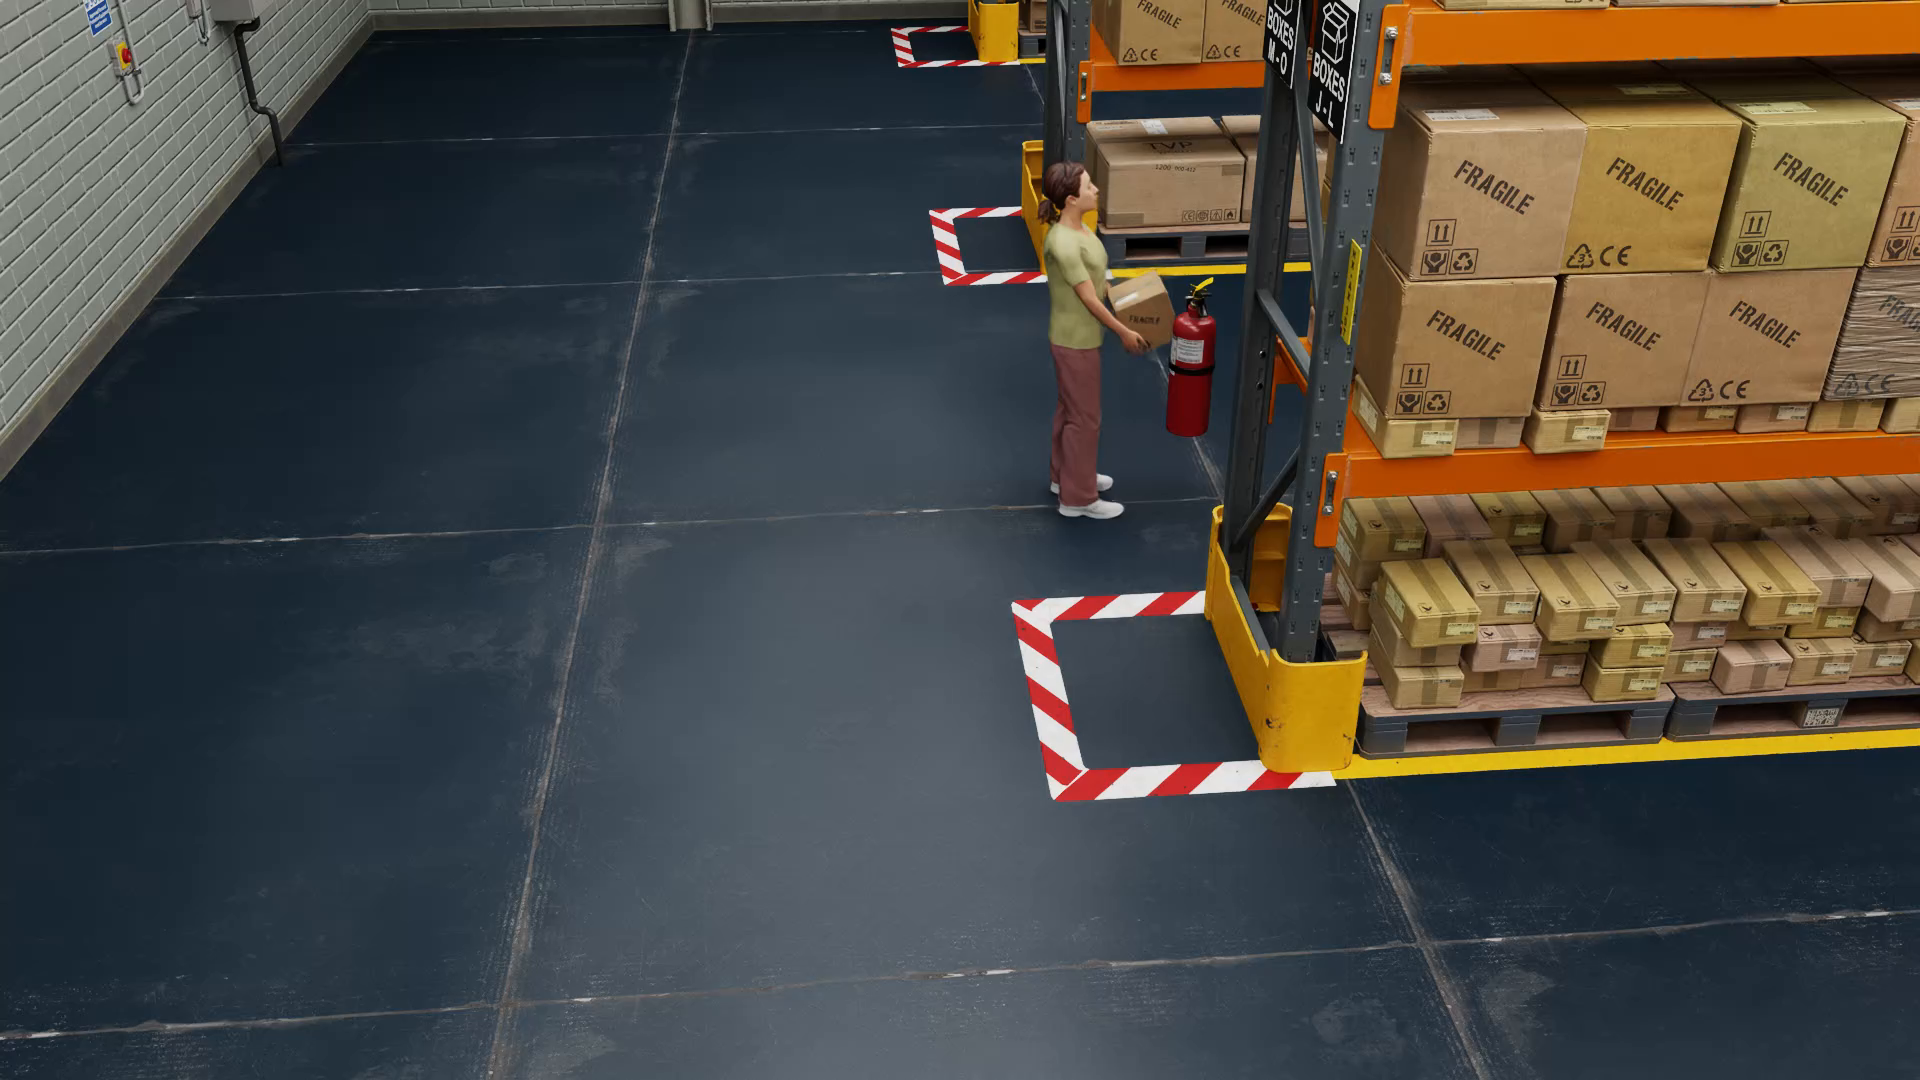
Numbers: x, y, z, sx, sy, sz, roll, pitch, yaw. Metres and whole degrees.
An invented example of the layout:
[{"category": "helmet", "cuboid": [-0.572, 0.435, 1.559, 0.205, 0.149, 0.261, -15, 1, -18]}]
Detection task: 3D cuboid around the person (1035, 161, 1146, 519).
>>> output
[{"category": "person", "cuboid": [0.594, -0.921, 7.652, 0.529, 1.675, 0.447, 4, 31, 6]}]
